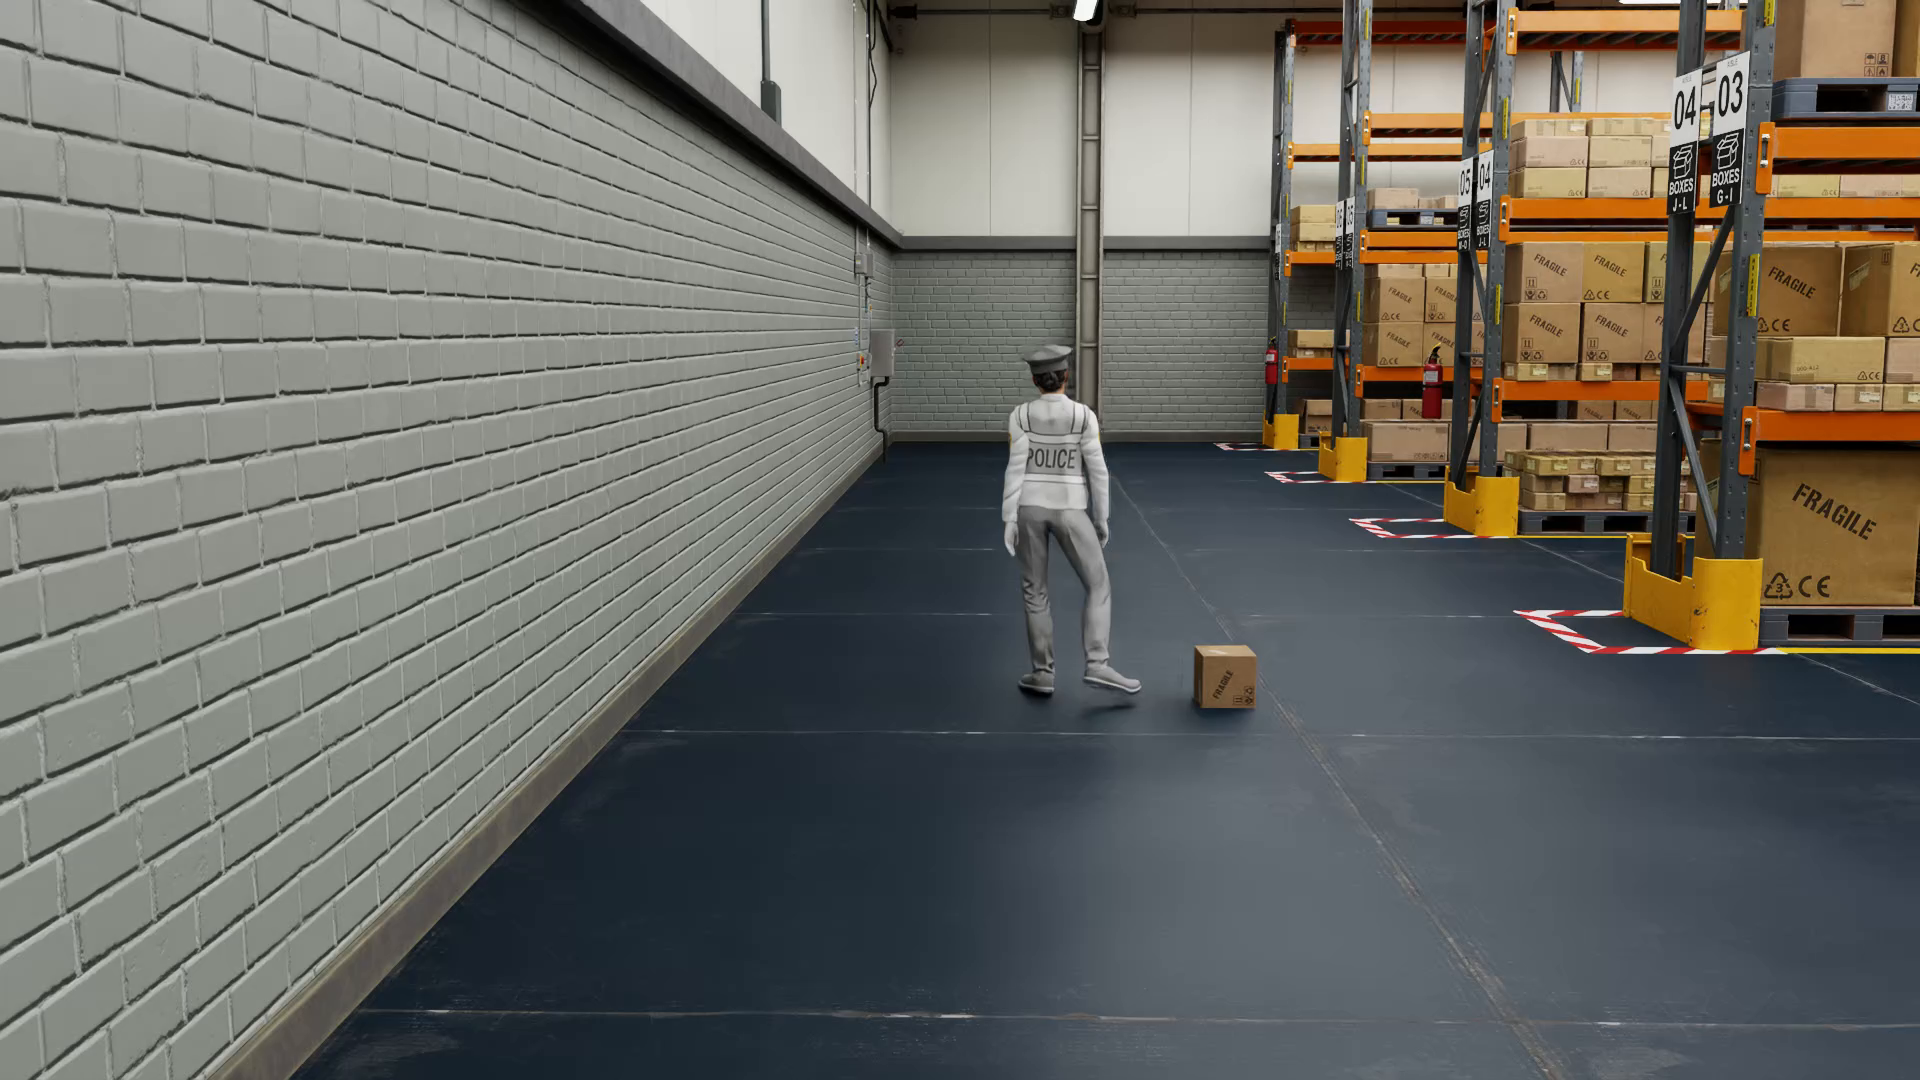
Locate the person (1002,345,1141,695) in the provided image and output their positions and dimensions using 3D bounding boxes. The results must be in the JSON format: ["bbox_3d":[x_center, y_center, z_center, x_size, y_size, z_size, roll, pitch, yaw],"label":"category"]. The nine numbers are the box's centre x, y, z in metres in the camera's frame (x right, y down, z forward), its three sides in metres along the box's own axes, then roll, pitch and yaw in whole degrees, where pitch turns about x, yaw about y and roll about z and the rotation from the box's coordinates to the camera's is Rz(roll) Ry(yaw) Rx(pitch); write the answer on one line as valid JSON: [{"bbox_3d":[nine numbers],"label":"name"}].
[{"bbox_3d":[0.534,-0.082,7.880,0.673,1.667,0.493,1,7,8],"label":"person"}]
